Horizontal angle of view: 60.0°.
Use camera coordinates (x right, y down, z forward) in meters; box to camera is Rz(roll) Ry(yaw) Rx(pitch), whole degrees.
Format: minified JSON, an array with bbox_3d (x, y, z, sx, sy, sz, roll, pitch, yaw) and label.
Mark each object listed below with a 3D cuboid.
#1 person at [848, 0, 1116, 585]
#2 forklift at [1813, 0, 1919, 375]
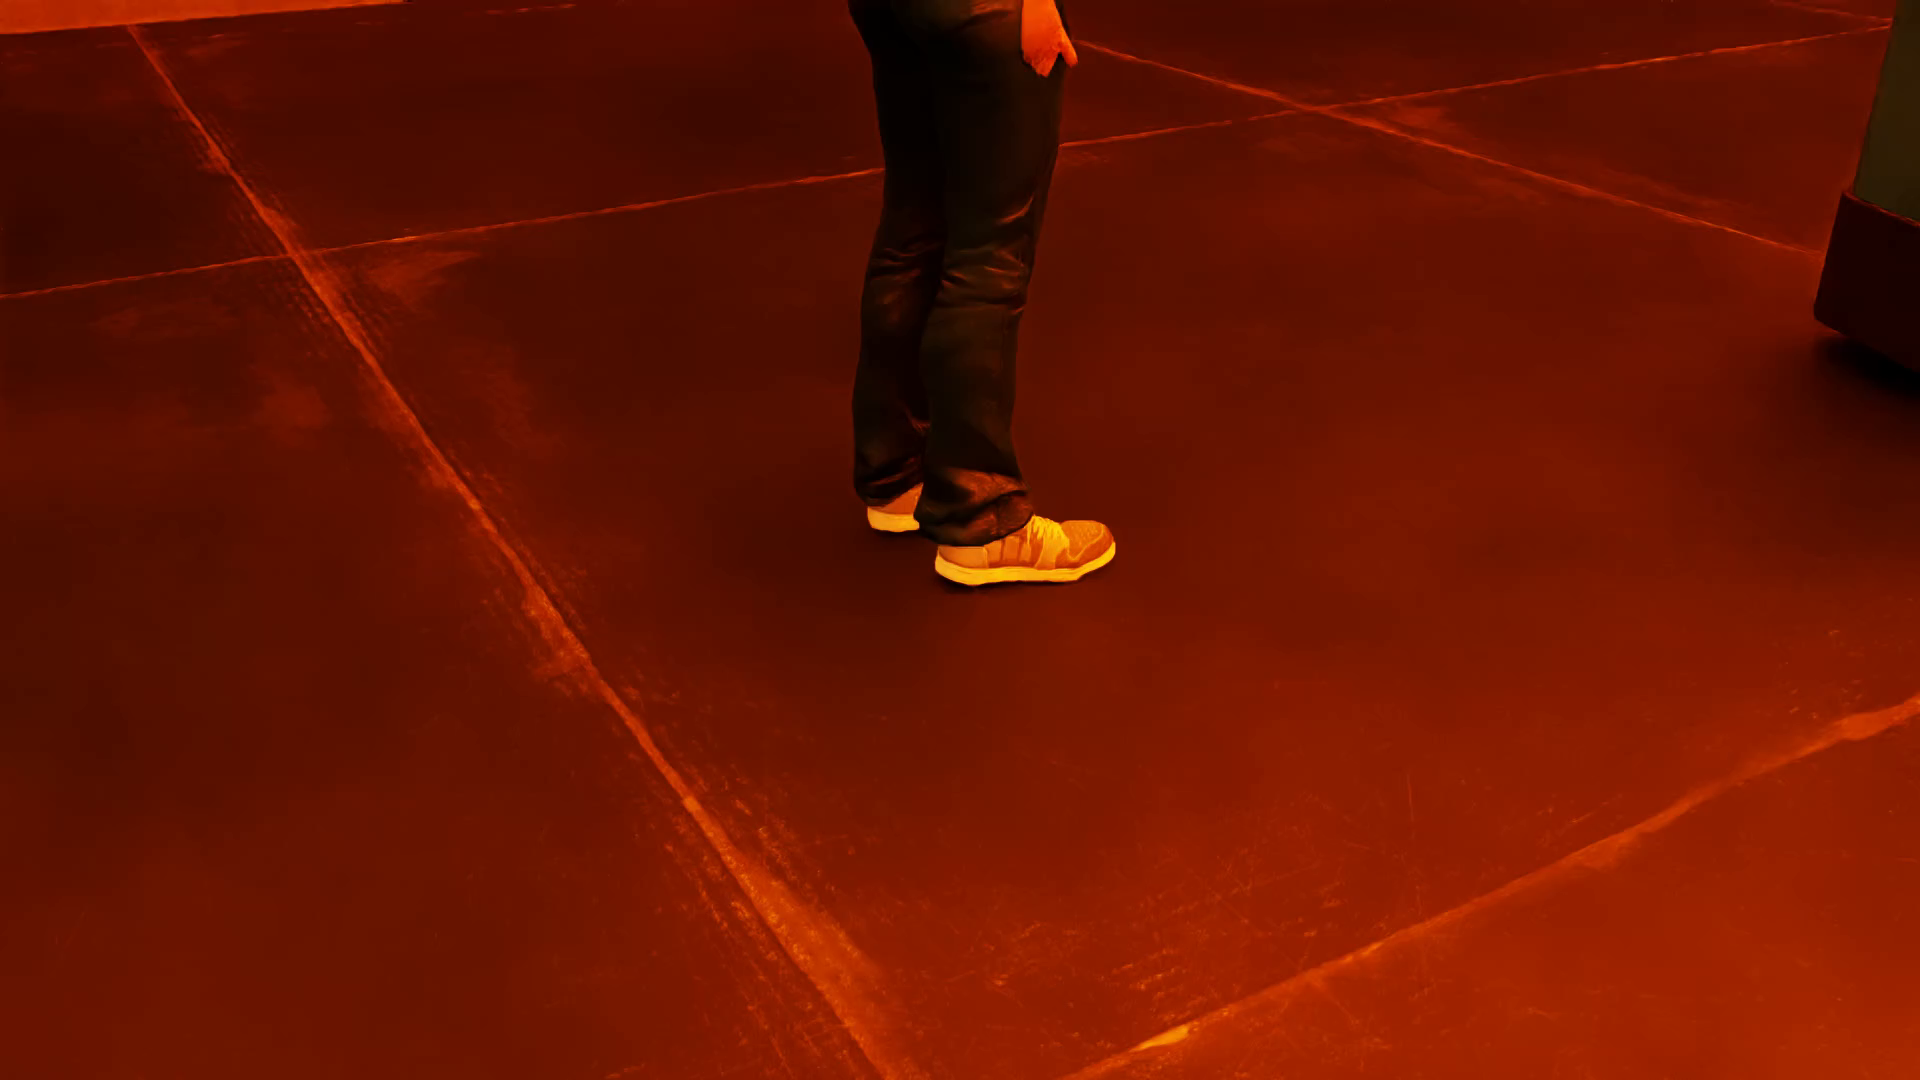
[{"bbox_3d":[0.008,-0.709,2.146,0.311,1.588,0.405,-15,30,-26],"label":"person"},{"bbox_3d":[3.197,-1.582,2.380,3.031,2.935,1.130,-5,27,-9],"label":"forklift"}]
